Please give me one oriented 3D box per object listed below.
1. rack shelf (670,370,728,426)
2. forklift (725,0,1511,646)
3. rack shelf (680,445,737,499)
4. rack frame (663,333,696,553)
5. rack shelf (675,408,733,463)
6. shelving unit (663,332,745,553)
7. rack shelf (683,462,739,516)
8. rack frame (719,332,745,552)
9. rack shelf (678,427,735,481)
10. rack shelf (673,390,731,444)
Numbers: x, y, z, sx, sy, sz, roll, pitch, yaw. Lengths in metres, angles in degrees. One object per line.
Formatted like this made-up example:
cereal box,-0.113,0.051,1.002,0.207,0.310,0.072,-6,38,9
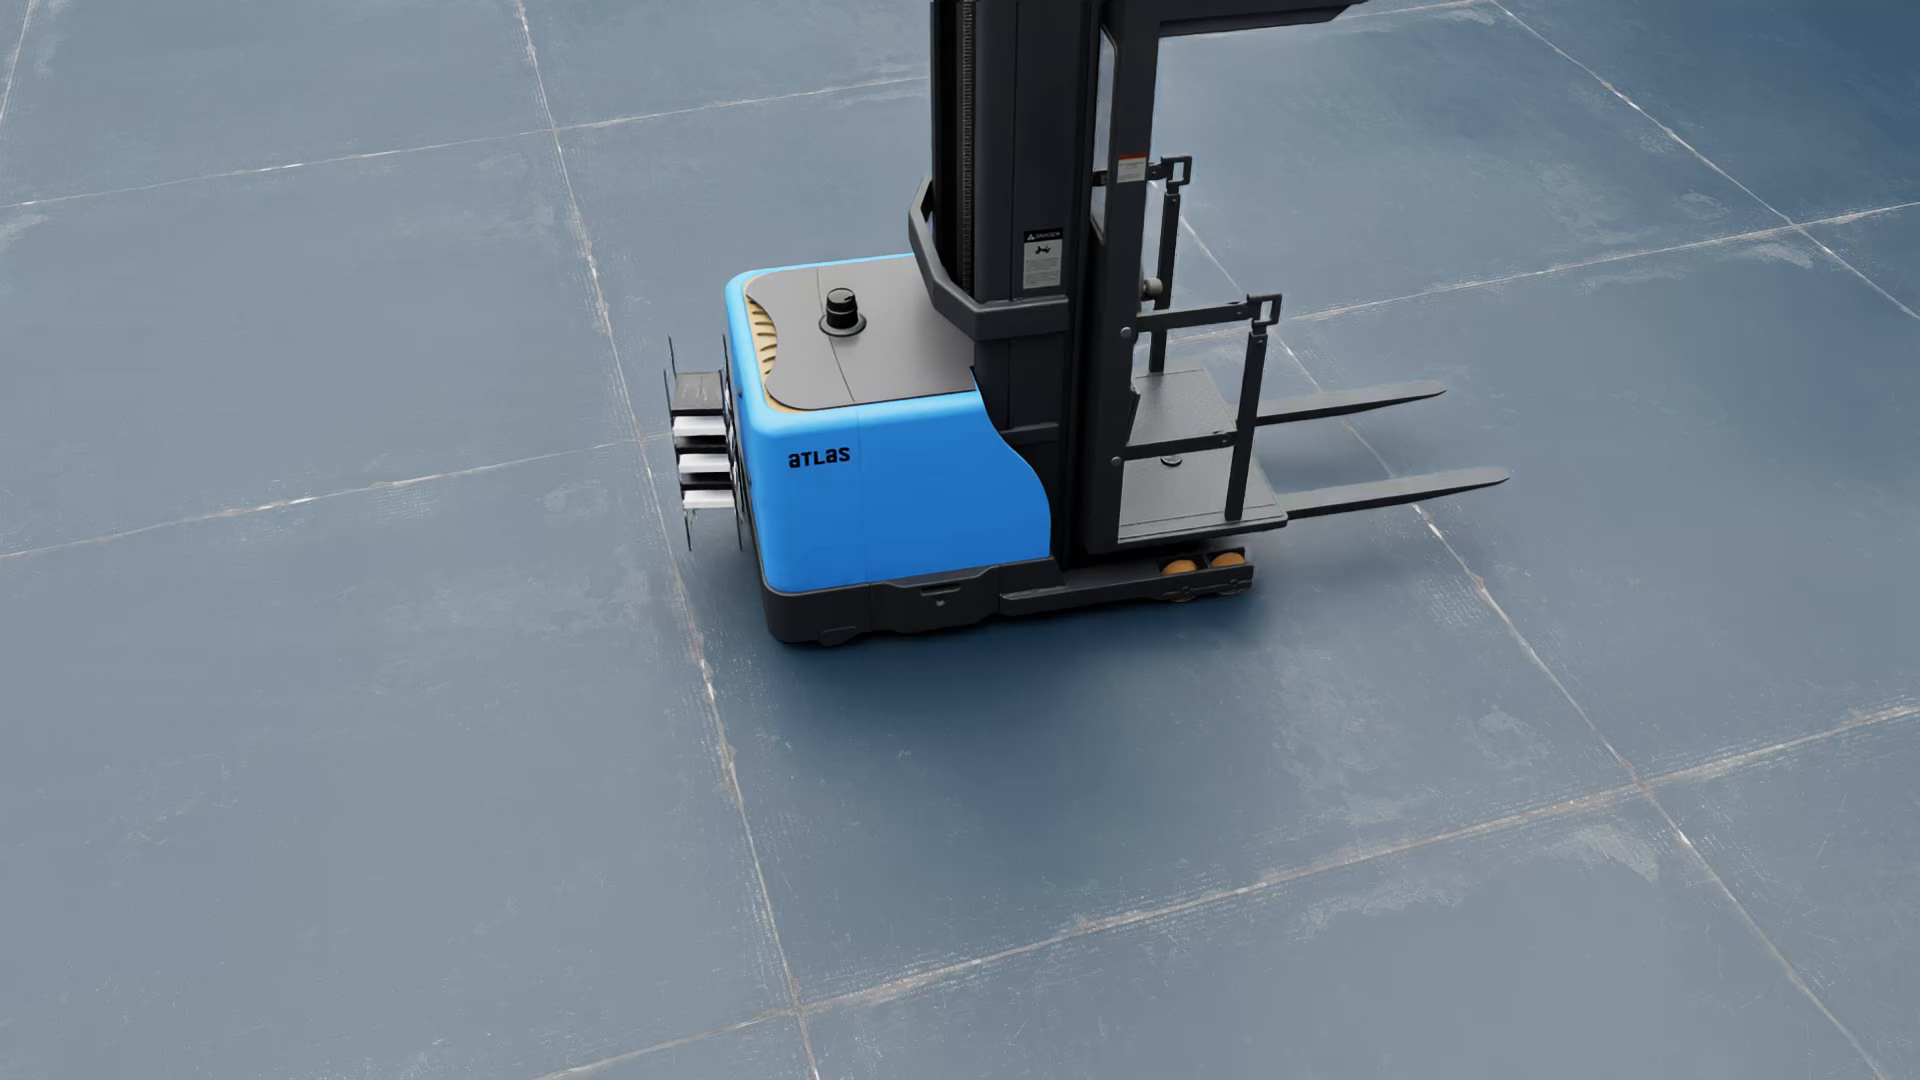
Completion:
rack shelf,-0.989,-0.543,6.327,0.200,0.077,0.258,-1,42,-2
forklift,0.672,-1.197,5.892,3.031,2.935,1.130,-8,42,-9
rack shelf,-0.989,-0.274,6.566,0.200,0.077,0.258,-1,42,-2
rack frame,-1.090,-0.364,6.481,0.006,0.900,0.240,-1,42,-2
rack shelf,-0.989,-0.409,6.446,0.200,0.077,0.258,-1,42,-2
shelving unit,-0.989,-0.366,6.484,0.210,0.900,0.258,-1,42,-2
rack shelf,-0.989,-0.207,6.625,0.200,0.077,0.258,-1,42,-2
rack frame,-0.887,-0.369,6.487,0.006,0.900,0.240,-1,42,-2
rack shelf,-0.989,-0.341,6.506,0.200,0.077,0.258,-1,42,-2
rack shelf,-0.989,-0.476,6.387,0.200,0.077,0.258,-1,42,-2
